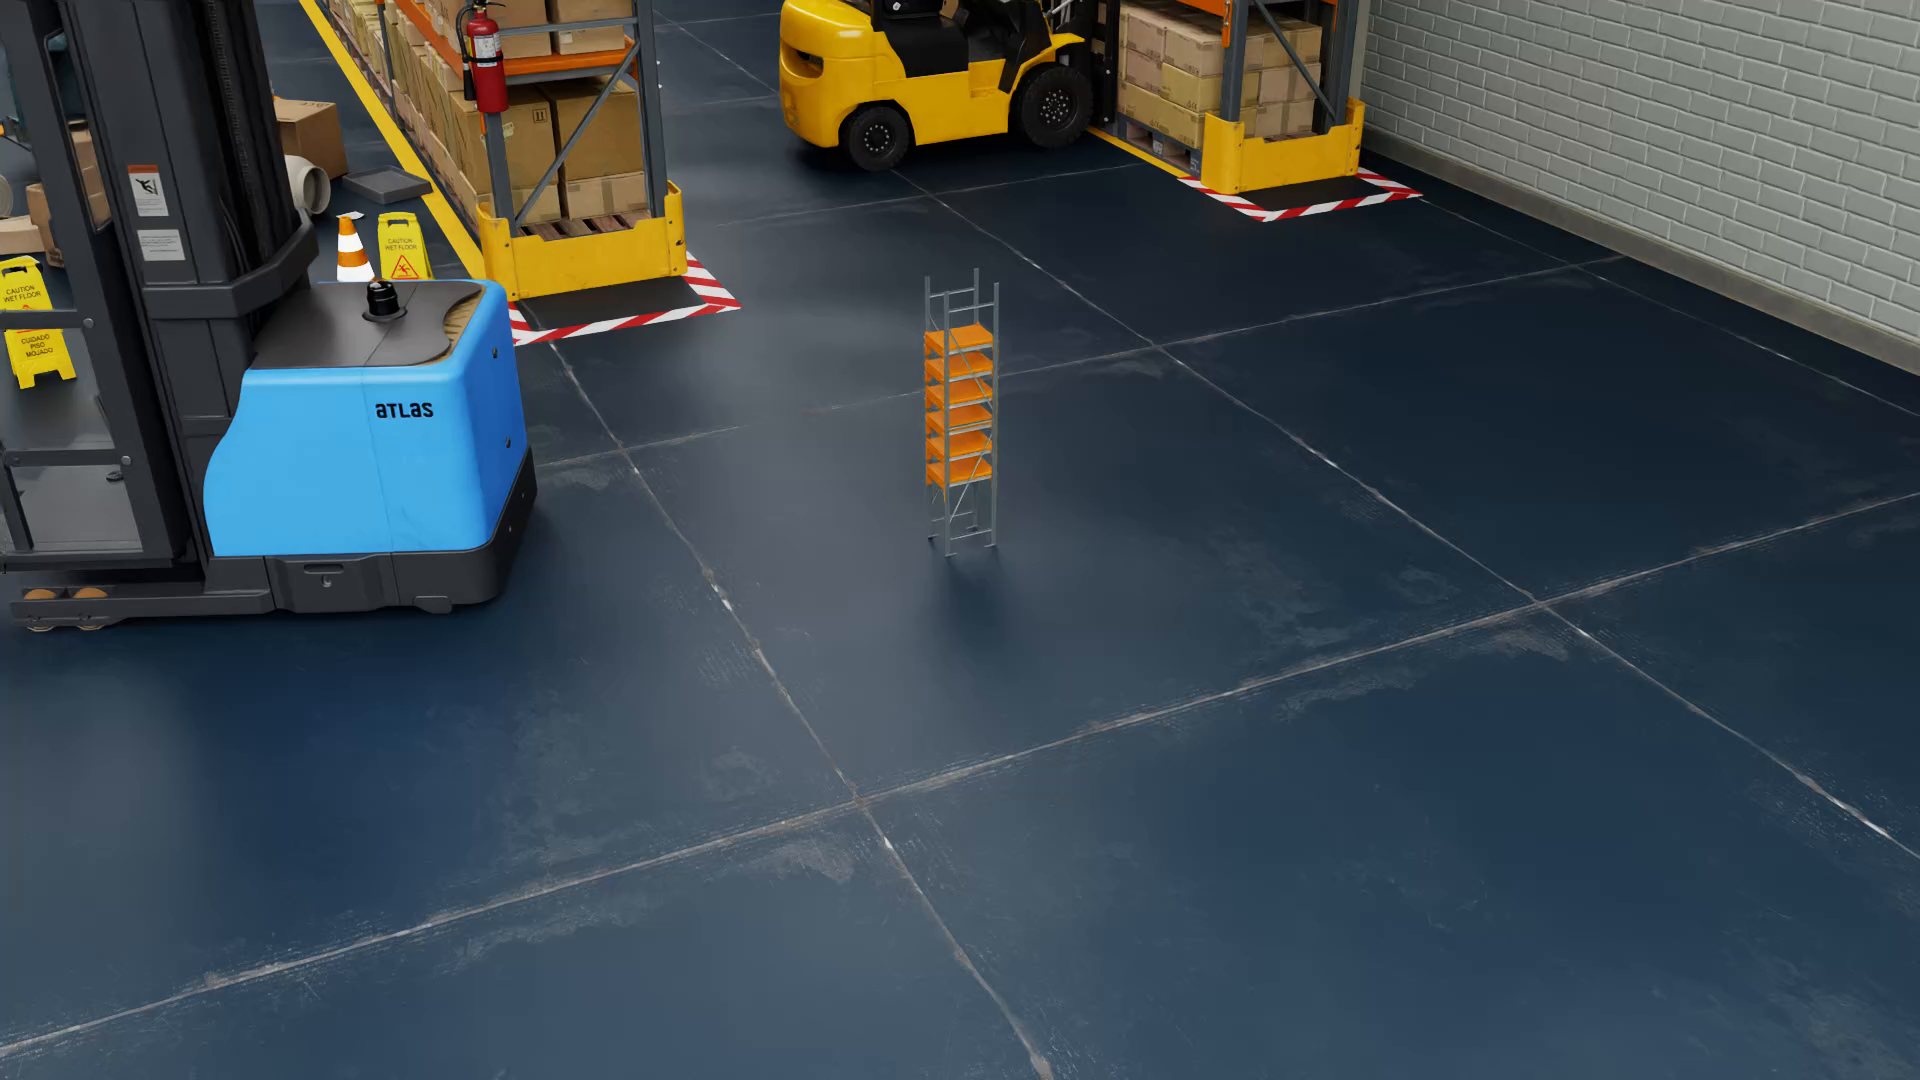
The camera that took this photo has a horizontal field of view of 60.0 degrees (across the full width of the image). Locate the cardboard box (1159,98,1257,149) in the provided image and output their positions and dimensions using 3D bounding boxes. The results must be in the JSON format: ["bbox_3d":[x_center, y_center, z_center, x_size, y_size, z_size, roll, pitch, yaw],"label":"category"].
[{"bbox_3d":[1.781,-3.025,11.960,0.500,0.250,0.500,-13,32,-22],"label":"cardboard box"}]

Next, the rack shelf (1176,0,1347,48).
[{"bbox_3d":[1.409,-4.470,12.890,1.077,0.370,4.000,-13,32,-22],"label":"rack shelf"}]

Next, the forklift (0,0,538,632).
[{"bbox_3d":[-3.391,-1.181,6.359,3.031,2.935,1.130,-1,29,-3],"label":"forklift"}]

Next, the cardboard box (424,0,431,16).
[{"bbox_3d":[-3.180,-3.417,10.534,0.380,0.149,0.250,-13,32,-22],"label":"cardboard box"}]

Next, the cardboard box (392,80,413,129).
[{"bbox_3d":[-3.922,-3.290,12.432,0.500,0.250,0.500,-15,32,-24],"label":"cardboard box"}]

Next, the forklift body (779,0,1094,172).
[{"bbox_3d":[-0.194,-3.984,12.156,2.313,2.155,1.214,-13,32,-22],"label":"forklift body"}]

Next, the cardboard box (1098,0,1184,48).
[{"bbox_3d":[1.338,-3.903,12.503,0.500,0.250,0.500,-13,32,-21],"label":"cardboard box"}]

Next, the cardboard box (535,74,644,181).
[{"bbox_3d":[-2.321,-2.592,10.420,0.500,0.500,0.500,-14,32,-24],"label":"cardboard box"}]

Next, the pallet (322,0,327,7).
[{"bbox_3d":[-5.919,-5.538,16.910,1.003,0.211,1.213,-13,32,-22],"label":"pallet"}]

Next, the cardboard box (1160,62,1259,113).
[{"bbox_3d":[1.776,-3.251,11.852,0.500,0.250,0.500,-14,32,-23],"label":"cardboard box"}]

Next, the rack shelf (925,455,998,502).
[{"bbox_3d":[0.006,-0.269,7.084,0.258,0.103,0.180,-13,32,-22],"label":"rack shelf"}]

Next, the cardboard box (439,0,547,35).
[{"bbox_3d":[-2.696,-3.211,9.504,0.500,0.500,0.500,-14,32,-23],"label":"cardboard box"}]

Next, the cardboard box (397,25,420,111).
[{"bbox_3d":[-3.681,-3.383,11.831,0.500,0.500,0.500,-12,31,-20],"label":"cardboard box"}]

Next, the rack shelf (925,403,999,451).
[{"bbox_3d":[0.006,-0.478,6.967,0.258,0.103,0.180,-13,32,-22],"label":"rack shelf"}]

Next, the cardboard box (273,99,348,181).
[{"bbox_3d":[-4.700,-2.775,11.685,0.500,0.500,0.500,7,30,13],"label":"cardboard box"}]

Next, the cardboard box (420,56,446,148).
[{"bbox_3d":[-3.231,-2.920,11.006,0.500,0.500,0.500,-14,32,-23],"label":"cardboard box"}]

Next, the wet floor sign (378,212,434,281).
[{"bbox_3d":[-3.099,-1.521,9.302,0.267,0.644,0.232,-3,29,-5],"label":"wet floor sign"}]

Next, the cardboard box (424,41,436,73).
[{"bbox_3d":[-3.228,-3.126,10.709,0.380,0.149,0.250,-12,31,-20],"label":"cardboard box"}]

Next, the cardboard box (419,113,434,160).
[{"bbox_3d":[-3.452,-2.822,11.598,0.500,0.250,0.500,-14,32,-23],"label":"cardboard box"}]

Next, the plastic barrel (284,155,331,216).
[{"bbox_3d":[-4.468,-2.327,10.967,0.512,0.421,0.421,7,30,13],"label":"plastic barrel"}]

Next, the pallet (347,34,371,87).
[{"bbox_3d":[-4.794,-4.290,14.685,1.003,0.211,1.213,-13,32,-22],"label":"pallet"}]

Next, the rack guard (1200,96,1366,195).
[{"bbox_3d":[2.278,-2.799,11.731,1.175,0.500,0.348,-13,32,-22],"label":"rack guard"}]

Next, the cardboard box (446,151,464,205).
[{"bbox_3d":[-3.019,-2.371,10.793,0.500,0.250,0.500,-13,32,-22],"label":"cardboard box"}]

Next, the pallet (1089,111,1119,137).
[{"bbox_3d":[1.382,-3.551,13.367,1.003,0.211,1.213,-13,32,-22],"label":"pallet"}]

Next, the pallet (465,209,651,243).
[{"bbox_3d":[-2.563,-2.040,10.672,1.003,0.211,1.213,-13,32,-22],"label":"pallet"}]

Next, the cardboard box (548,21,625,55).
[{"bbox_3d":[-2.173,-2.940,9.683,0.380,0.149,0.250,-13,32,-22],"label":"cardboard box"}]

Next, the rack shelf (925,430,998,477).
[{"bbox_3d":[0.006,-0.374,7.026,0.258,0.103,0.180,-13,32,-22],"label":"rack shelf"}]

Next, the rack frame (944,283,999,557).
[{"bbox_3d":[0.046,-0.477,6.873,0.240,1.200,0.006,-13,32,-22],"label":"rack frame"}]

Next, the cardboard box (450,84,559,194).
[{"bbox_3d":[-2.793,-2.466,10.196,0.500,0.500,0.500,-13,32,-22],"label":"cardboard box"}]

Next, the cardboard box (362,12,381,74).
[{"bbox_3d":[-4.470,-4.208,13.945,0.950,0.372,0.625,-11,31,-19],"label":"cardboard box"}]

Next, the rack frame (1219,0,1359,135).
[{"bbox_3d":[2.268,-3.900,11.138,1.000,3.000,0.127,-13,32,-22],"label":"rack frame"}]

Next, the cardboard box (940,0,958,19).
[{"bbox_3d":[0.316,-5.042,15.174,0.875,0.625,0.625,-12,31,-20],"label":"cardboard box"}]

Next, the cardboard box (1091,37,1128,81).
[{"bbox_3d":[1.330,-3.699,12.650,0.500,0.250,0.500,-14,32,-23],"label":"cardboard box"}]

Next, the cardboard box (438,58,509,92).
[{"bbox_3d":[-3.012,-2.897,10.302,0.380,0.149,0.250,-12,31,-21],"label":"cardboard box"}]

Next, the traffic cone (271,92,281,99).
[{"bbox_3d":[-5.728,-3.770,13.501,0.336,0.463,0.334,-13,32,-22],"label":"traffic cone"}]

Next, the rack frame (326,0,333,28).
[{"bbox_3d":[-5.648,-6.390,15.579,1.000,3.000,0.127,-13,32,-22],"label":"rack frame"}]

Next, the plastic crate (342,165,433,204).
[{"bbox_3d":[-3.998,-2.484,11.598,0.583,0.080,0.402,26,38,38],"label":"plastic crate"}]

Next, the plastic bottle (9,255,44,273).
[{"bbox_3d":[-5.747,-1.692,10.204,0.283,0.061,0.133,26,38,38],"label":"plastic bottle"}]

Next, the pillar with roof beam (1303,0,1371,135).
[{"bbox_3d":[-1.105,-6.110,8.945,9.100,9.000,0.400,-13,32,-22],"label":"pillar with roof beam"}]

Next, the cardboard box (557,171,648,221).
[{"bbox_3d":[-2.310,-2.254,10.585,0.500,0.250,0.500,-13,32,-22],"label":"cardboard box"}]

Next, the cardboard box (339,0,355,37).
[{"bbox_3d":[-5.091,-4.851,15.092,0.950,0.372,0.625,-14,32,-23],"label":"cardboard box"}]

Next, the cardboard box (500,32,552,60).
[{"bbox_3d":[-2.568,-2.867,9.553,0.380,0.149,0.250,-12,31,-20],"label":"cardboard box"}]

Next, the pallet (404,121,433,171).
[{"bbox_3d":[-3.611,-3.118,12.594,1.003,0.211,1.213,-13,32,-22],"label":"pallet"}]

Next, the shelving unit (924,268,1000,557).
[{"bbox_3d":[0.006,-0.517,6.945,0.258,1.200,0.189,-13,32,-22],"label":"shelving unit"}]

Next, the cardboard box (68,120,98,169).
[{"bbox_3d":[-5.663,-2.482,11.023,0.797,0.637,0.503,-13,32,-22],"label":"cardboard box"}]

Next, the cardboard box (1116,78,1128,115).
[{"bbox_3d":[1.369,-3.470,12.753,0.500,0.250,0.500,-13,32,-21],"label":"cardboard box"}]

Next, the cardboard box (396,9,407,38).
[{"bbox_3d":[-3.700,-3.605,11.564,0.380,0.149,0.250,-12,31,-20],"label":"cardboard box"}]

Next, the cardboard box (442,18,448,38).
[{"bbox_3d":[-2.867,-3.073,9.921,0.380,0.149,0.250,-14,32,-23],"label":"cardboard box"}]

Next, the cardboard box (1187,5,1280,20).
[{"bbox_3d":[2.014,-3.792,12.305,0.500,0.250,0.500,-13,32,-22],"label":"cardboard box"}]

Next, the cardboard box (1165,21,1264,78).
[{"bbox_3d":[1.788,-3.458,11.709,0.500,0.250,0.500,-12,31,-20],"label":"cardboard box"}]

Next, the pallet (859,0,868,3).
[{"bbox_3d":[-0.329,-5.308,16.499,1.003,0.211,1.213,-13,32,-22],"label":"pallet"}]
